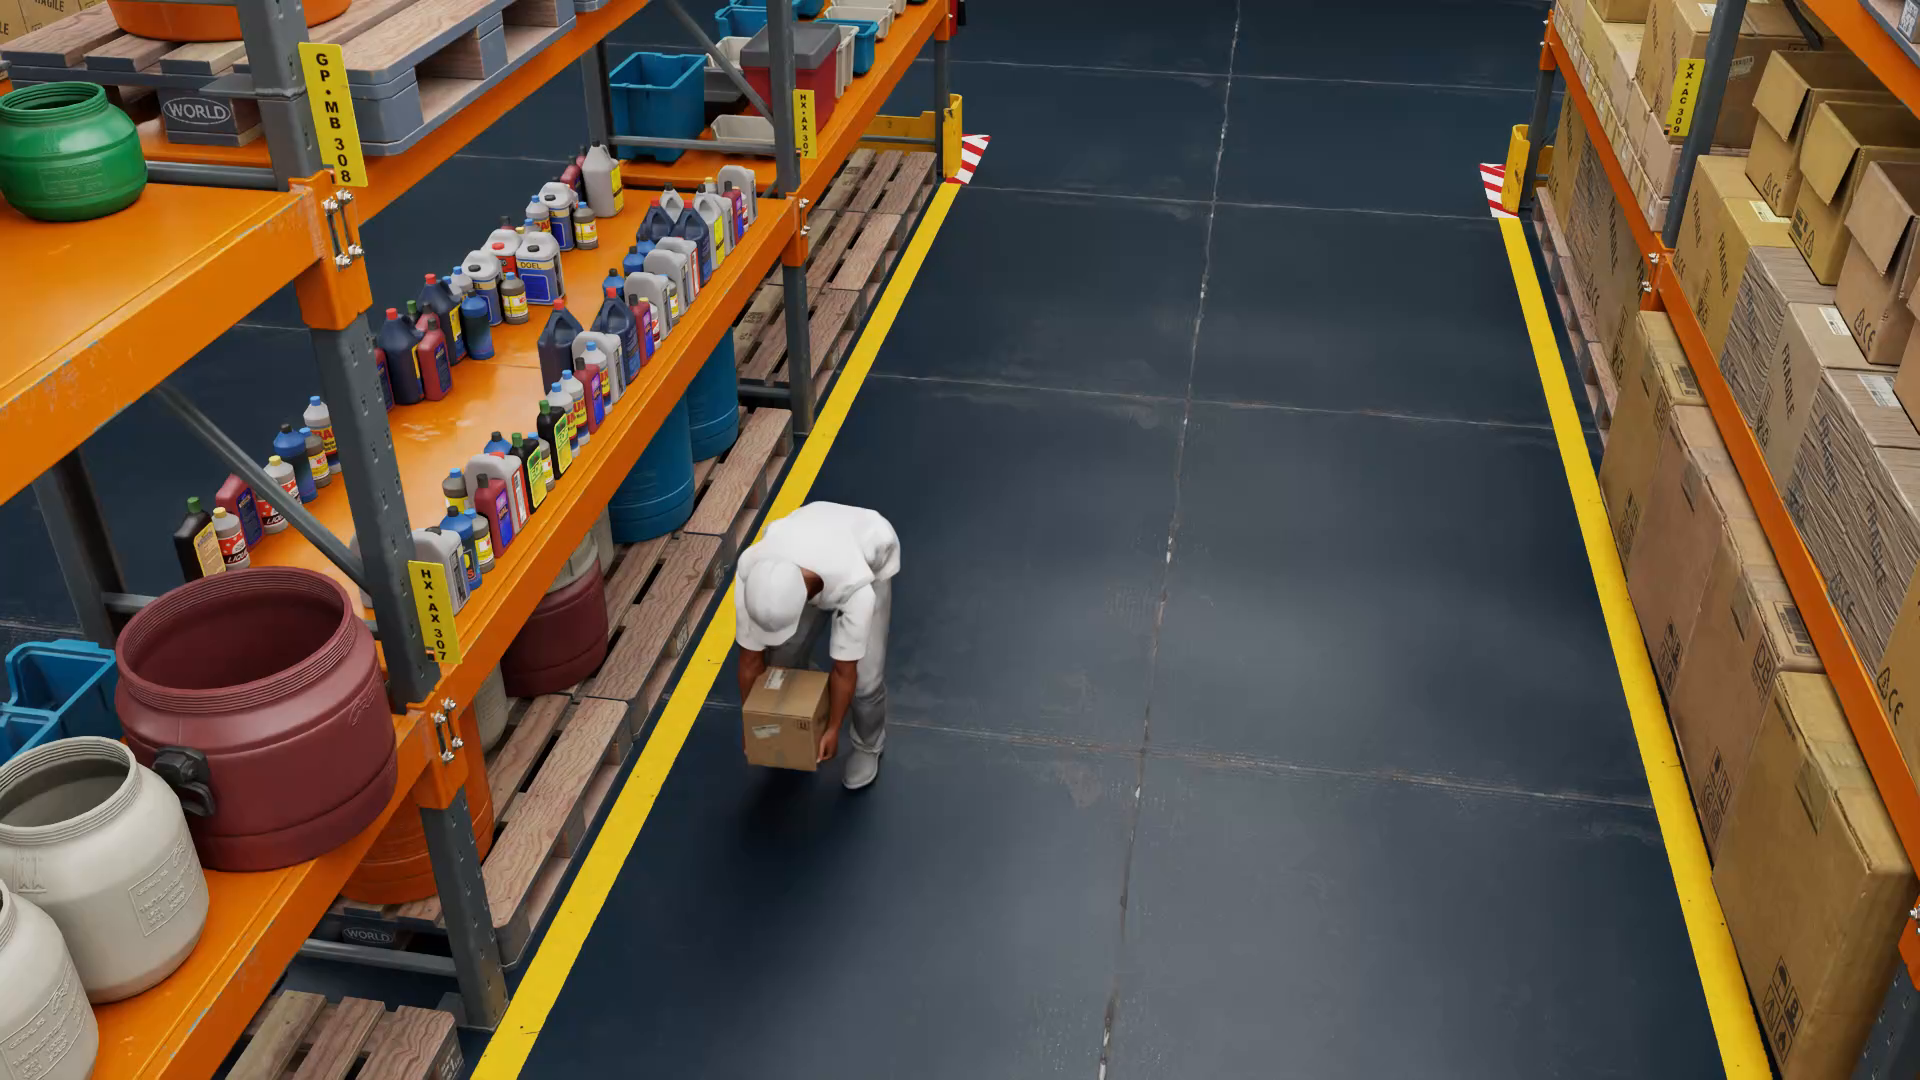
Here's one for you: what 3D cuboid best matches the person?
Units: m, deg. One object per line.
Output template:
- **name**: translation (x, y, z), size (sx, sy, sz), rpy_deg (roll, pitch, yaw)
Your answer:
- **person**: translation (-0.503, 0.410, 5.964), size (0.498, 1.230, 0.946), rpy_deg (9, 33, 14)
